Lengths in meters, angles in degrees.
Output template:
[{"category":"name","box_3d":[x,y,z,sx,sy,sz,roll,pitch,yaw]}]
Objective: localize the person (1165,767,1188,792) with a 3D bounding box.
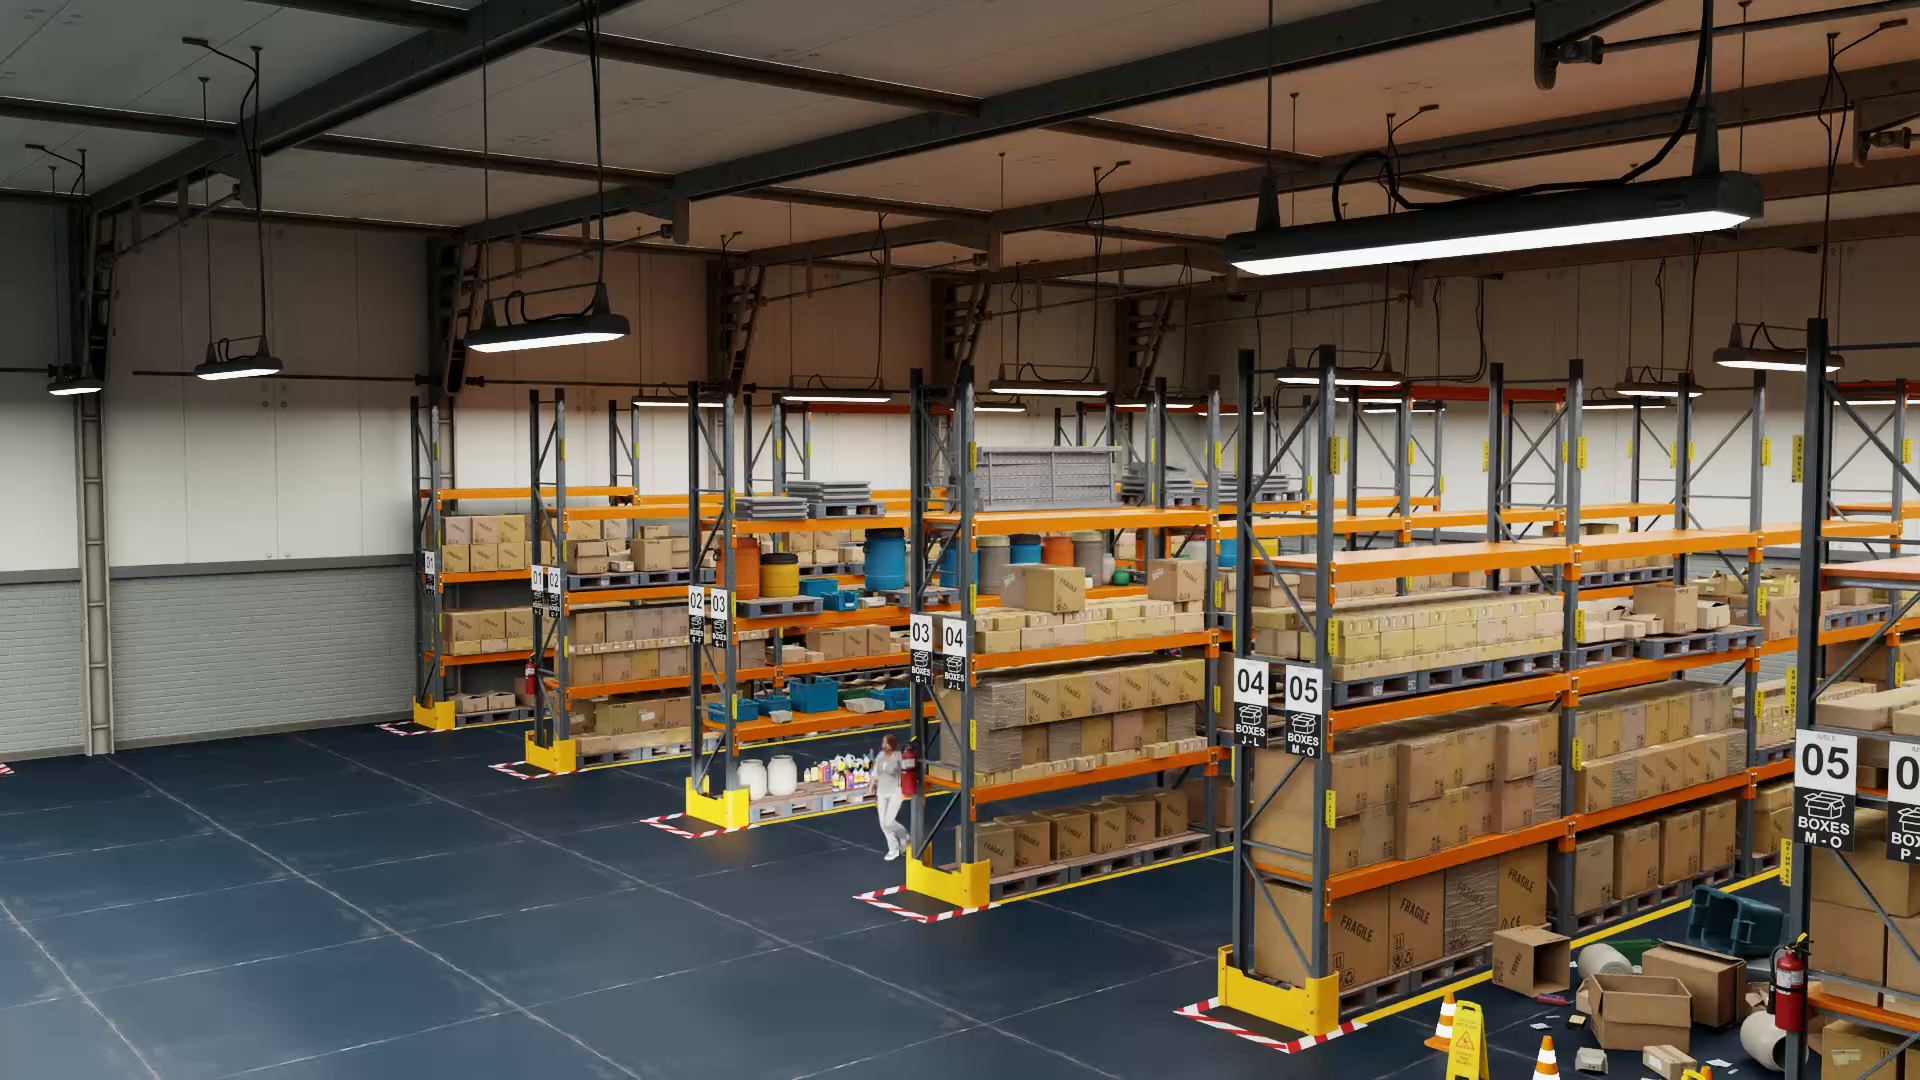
[{"category":"person","box_3d":[3.045,2.914,23.617,0.648,1.691,0.646,-3,5,-44]}]

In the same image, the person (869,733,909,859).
[{"category":"person","box_3d":[-0.881,3.171,20.572,0.543,1.566,0.530,2,4,31]}]
